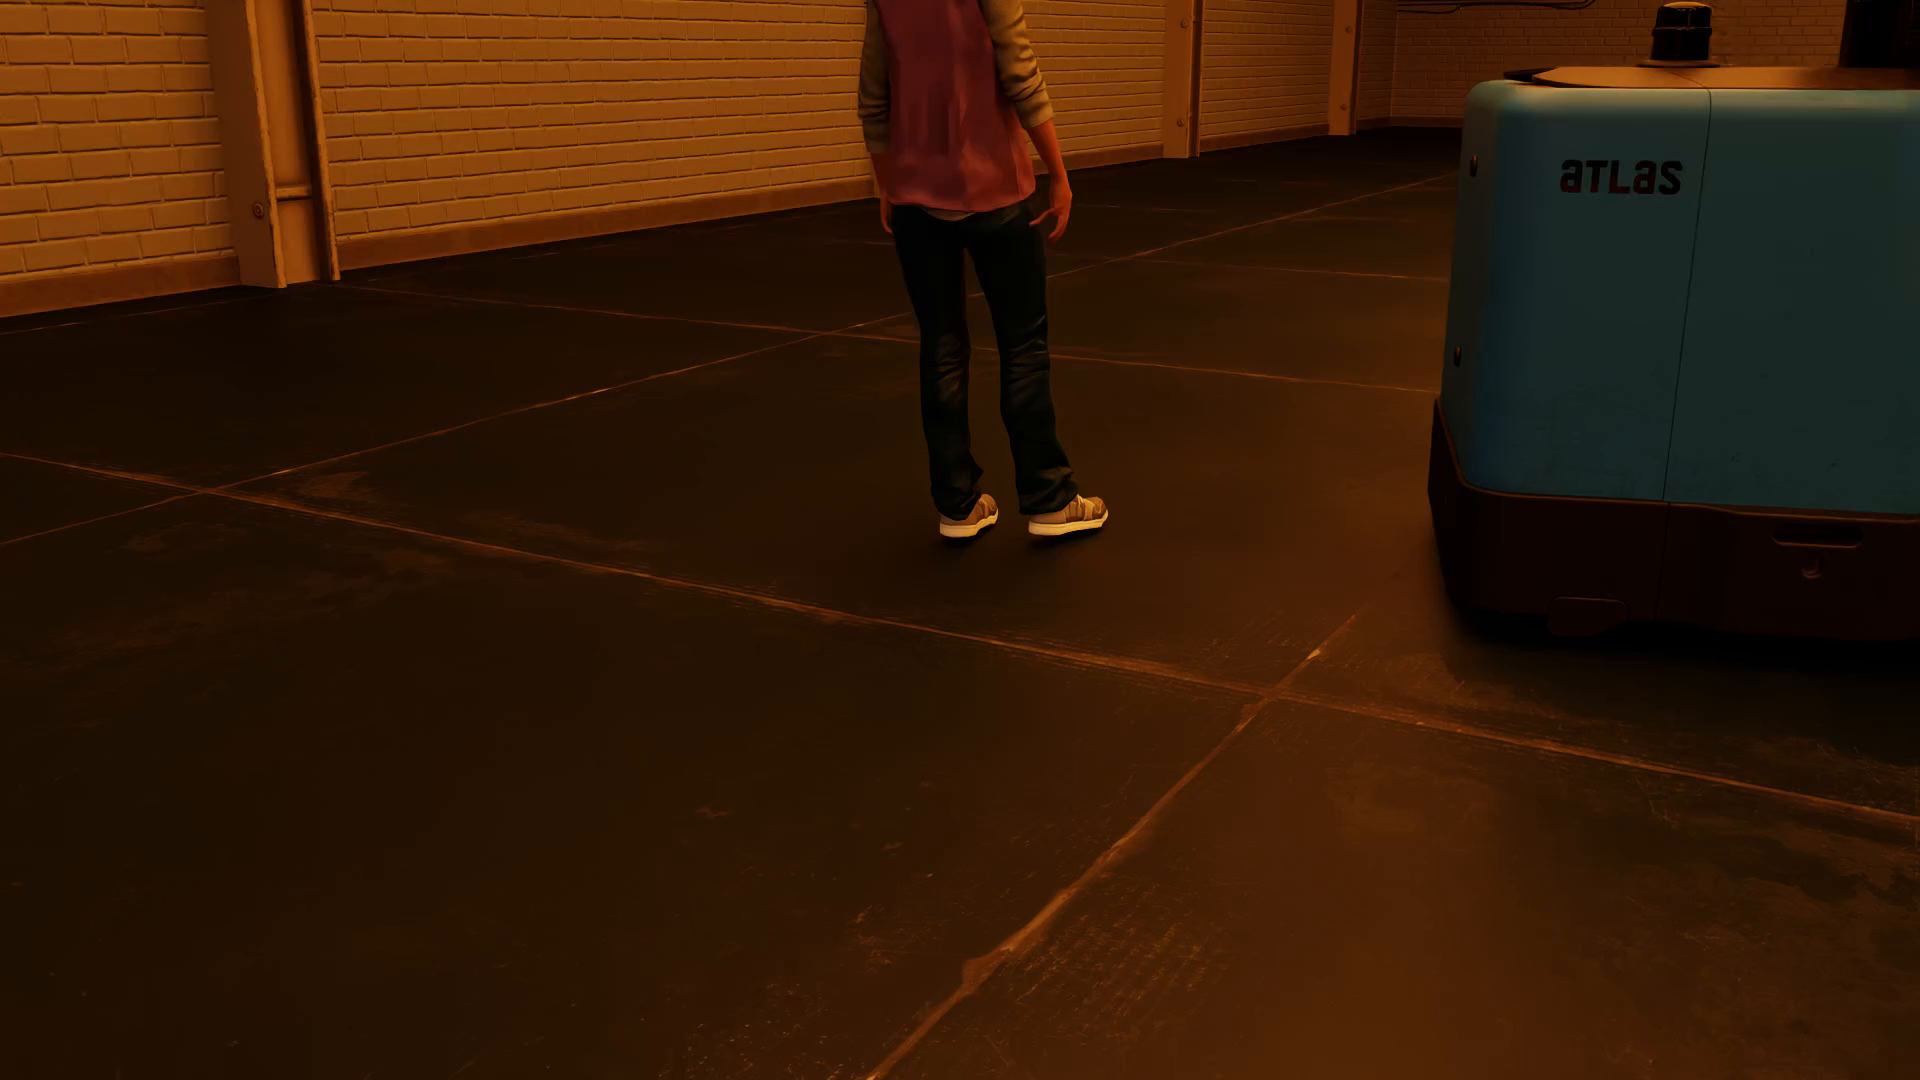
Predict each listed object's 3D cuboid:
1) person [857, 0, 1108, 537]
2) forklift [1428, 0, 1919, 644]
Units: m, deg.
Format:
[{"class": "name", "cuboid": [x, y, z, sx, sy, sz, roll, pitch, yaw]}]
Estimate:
[{"class": "person", "cuboid": [0.049, -0.789, 3.869, 0.521, 1.599, 0.473, 9, 19, 28]}, {"class": "forklift", "cuboid": [2.573, -1.253, 3.106, 3.031, 2.935, 1.130, 4, 17, 12]}]
